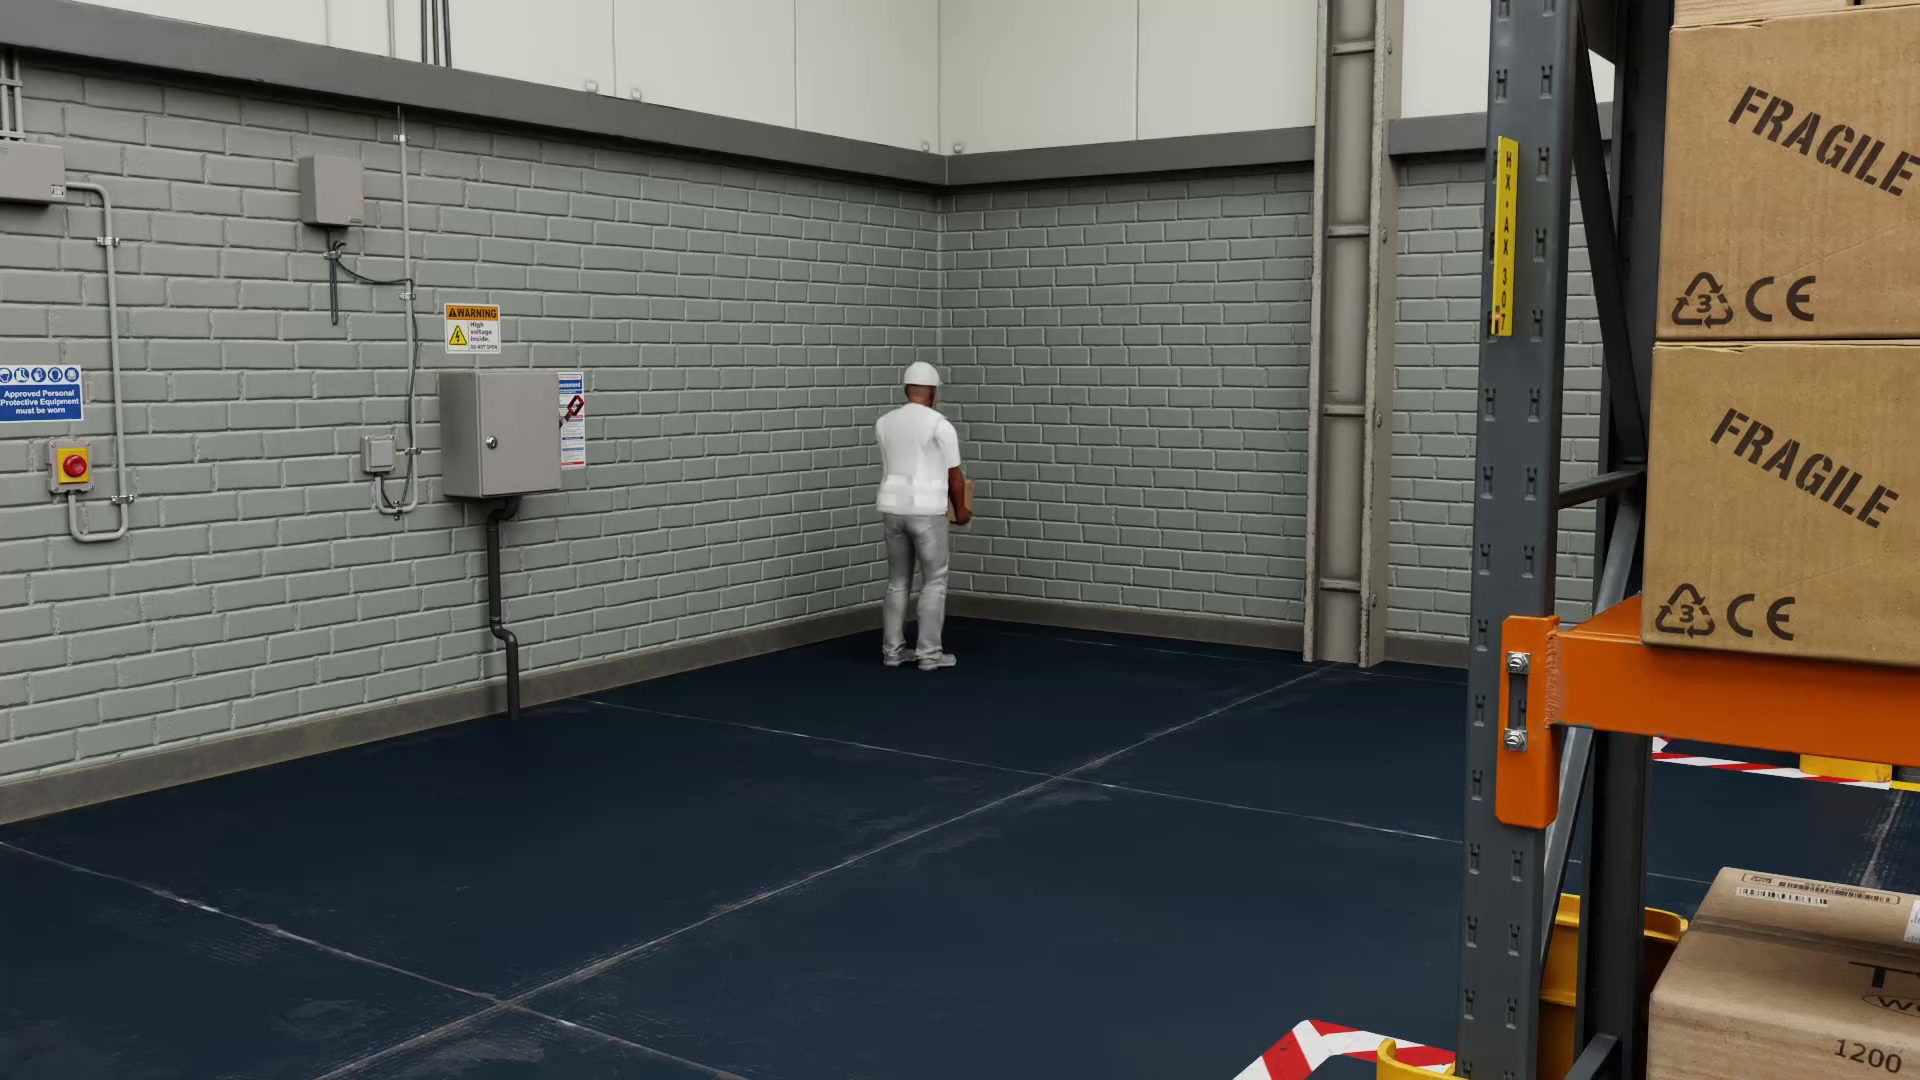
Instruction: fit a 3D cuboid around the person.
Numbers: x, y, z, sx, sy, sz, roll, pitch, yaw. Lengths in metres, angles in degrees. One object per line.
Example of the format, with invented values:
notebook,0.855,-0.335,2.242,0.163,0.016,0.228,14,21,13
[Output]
person,-0.213,-0.153,9.625,0.503,1.752,0.587,4,7,32
